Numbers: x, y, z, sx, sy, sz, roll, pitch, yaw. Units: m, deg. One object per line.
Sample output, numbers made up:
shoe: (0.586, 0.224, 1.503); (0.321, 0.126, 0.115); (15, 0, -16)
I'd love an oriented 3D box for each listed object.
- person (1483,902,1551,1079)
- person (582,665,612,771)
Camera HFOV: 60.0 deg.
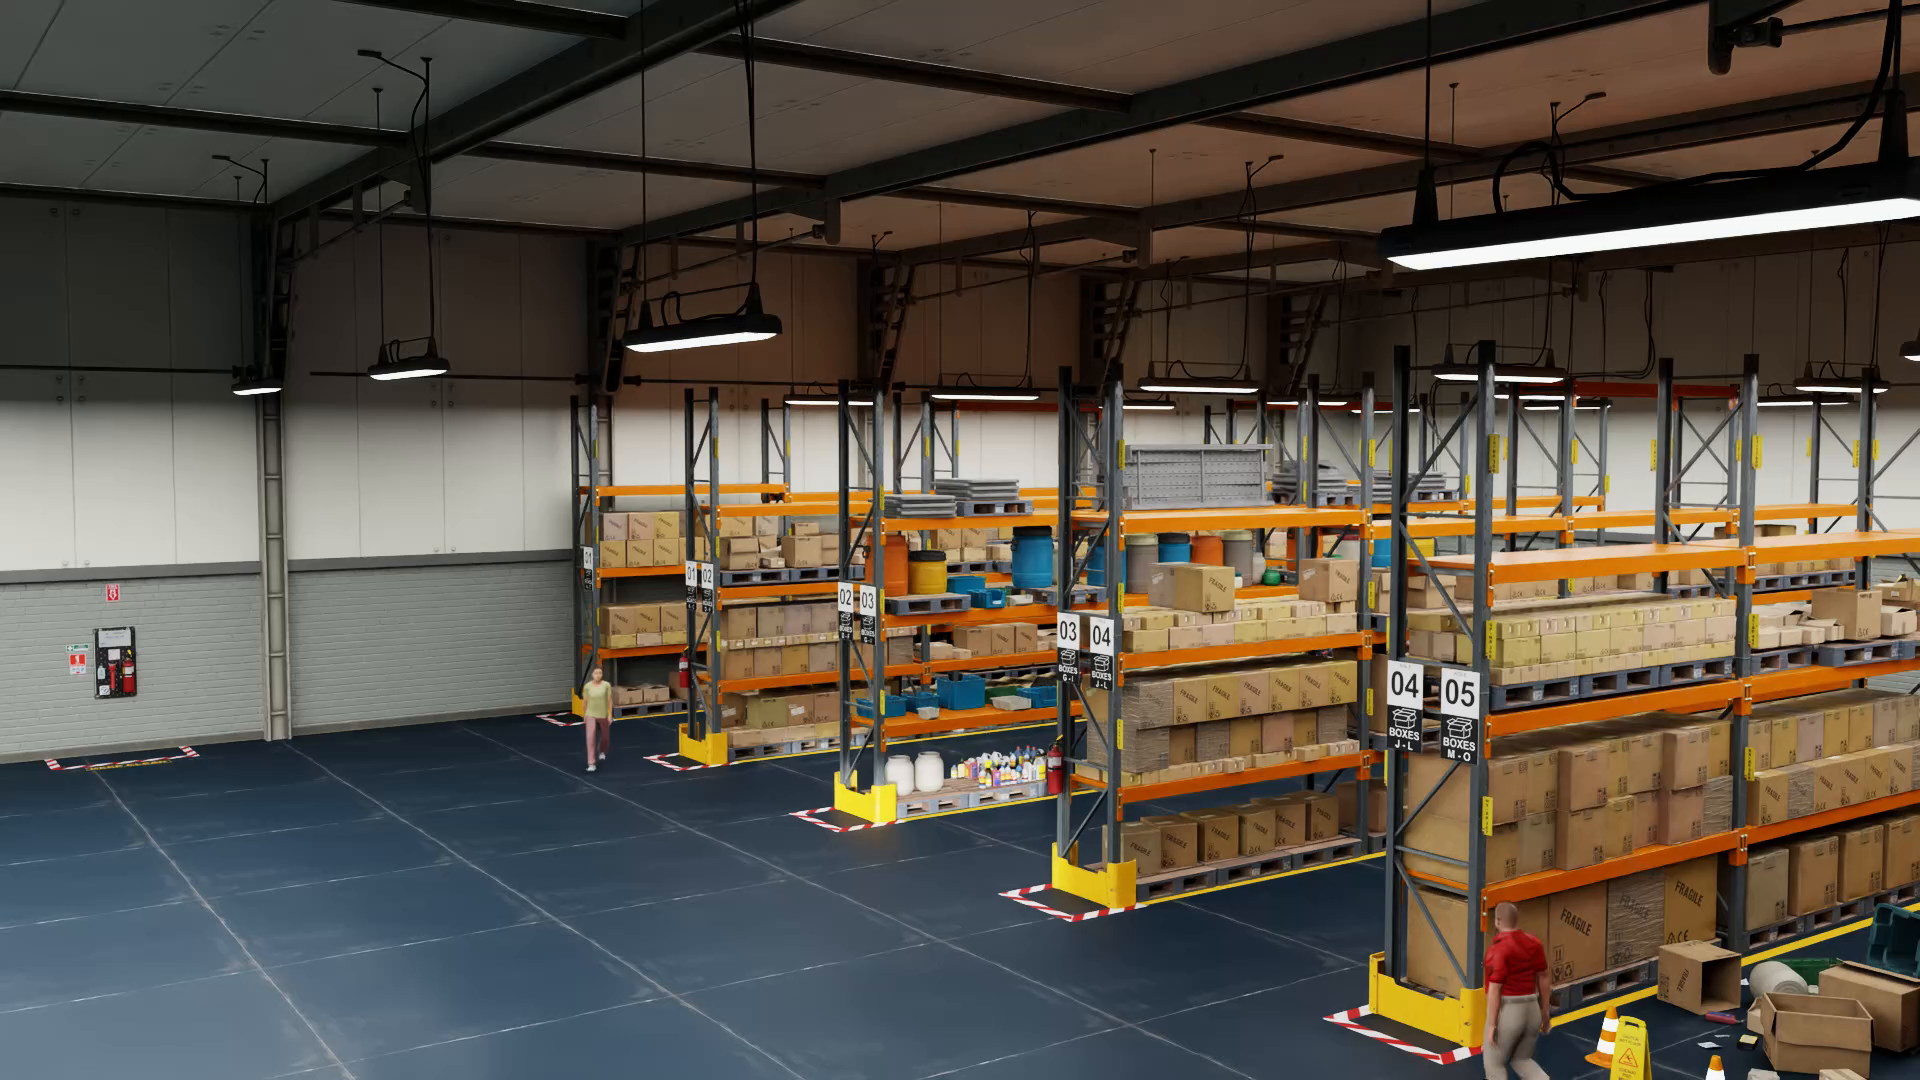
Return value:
person: (4.160, 3.550, 12.338); (0.549, 1.701, 0.705); (-2, 4, -28)
person: (-5.724, 2.773, 26.252); (0.458, 1.618, 1.011); (-1, 4, -19)
